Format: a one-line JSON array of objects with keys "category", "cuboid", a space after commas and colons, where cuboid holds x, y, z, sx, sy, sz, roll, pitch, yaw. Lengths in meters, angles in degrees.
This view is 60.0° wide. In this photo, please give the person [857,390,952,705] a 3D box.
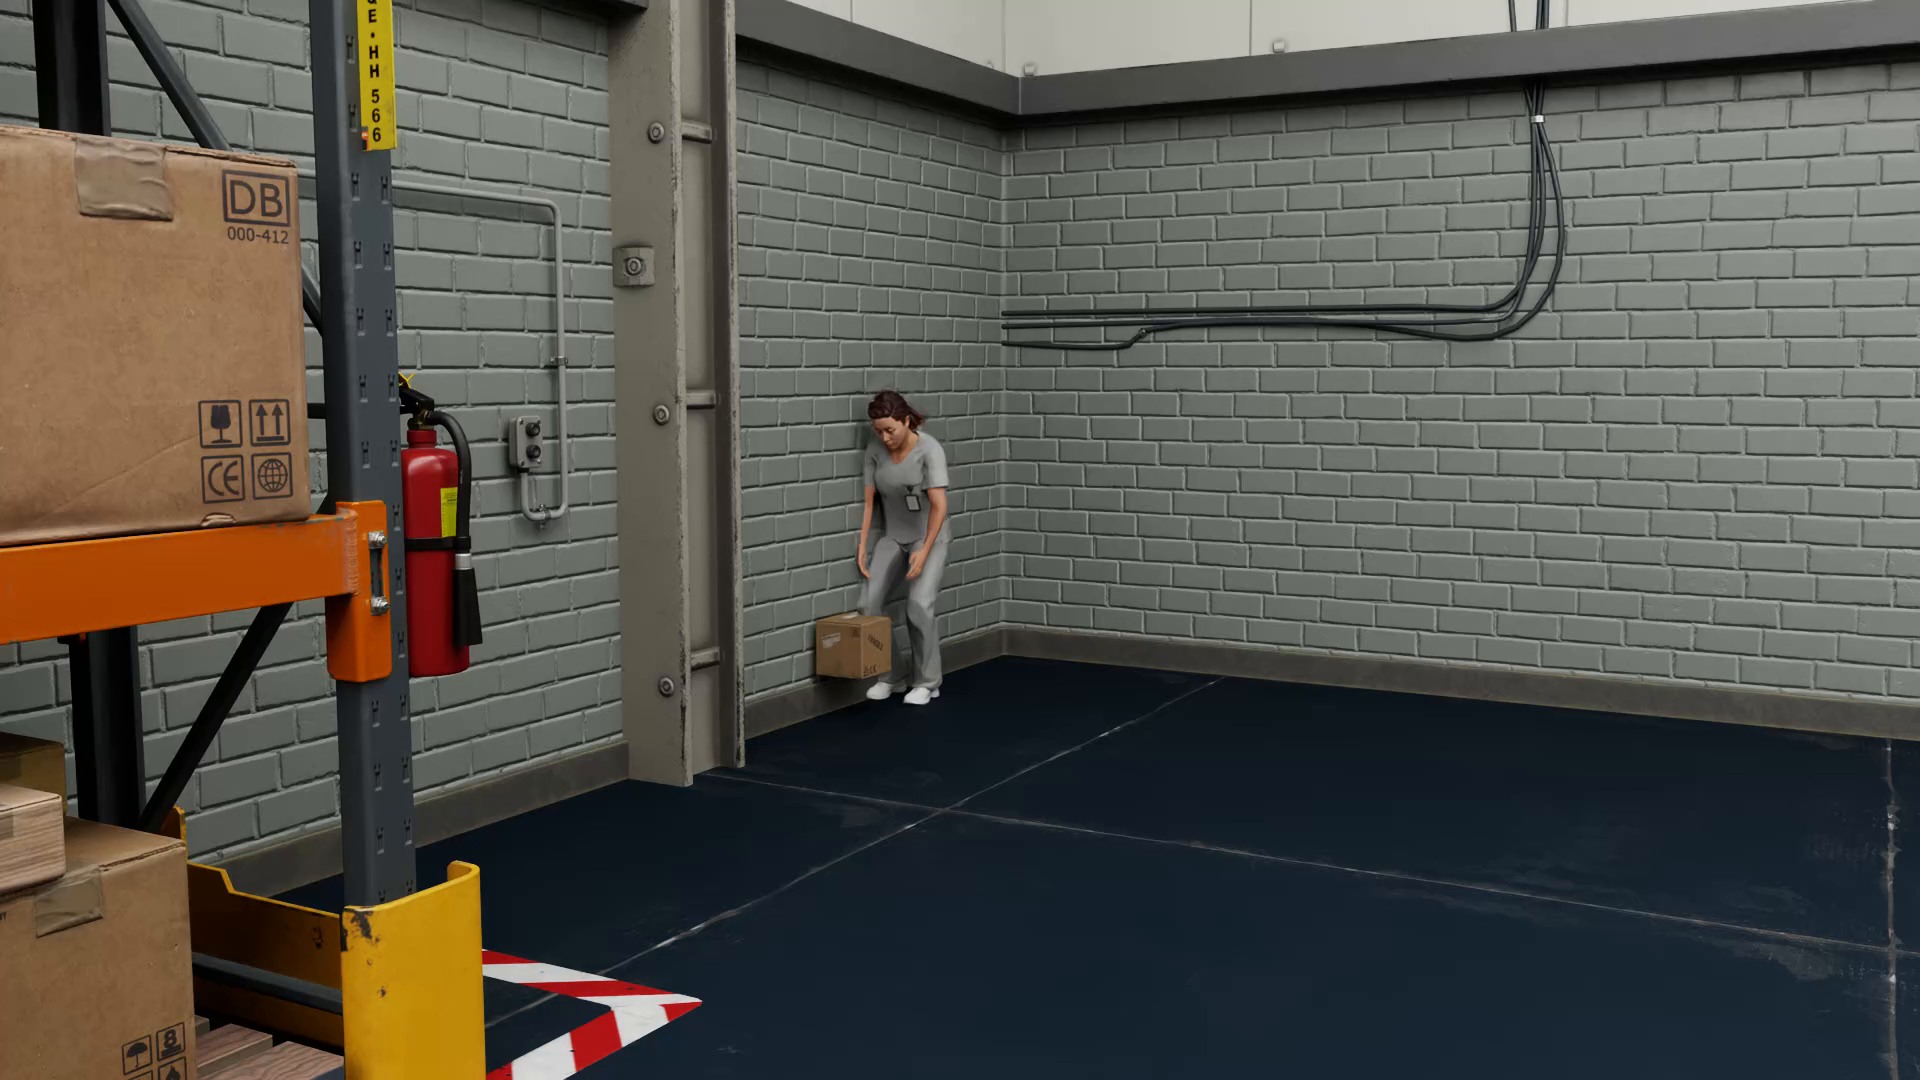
[{"category": "person", "cuboid": [-0.253, 0.032, 7.940, 0.486, 1.493, 0.554, 3, 7, 29]}]
